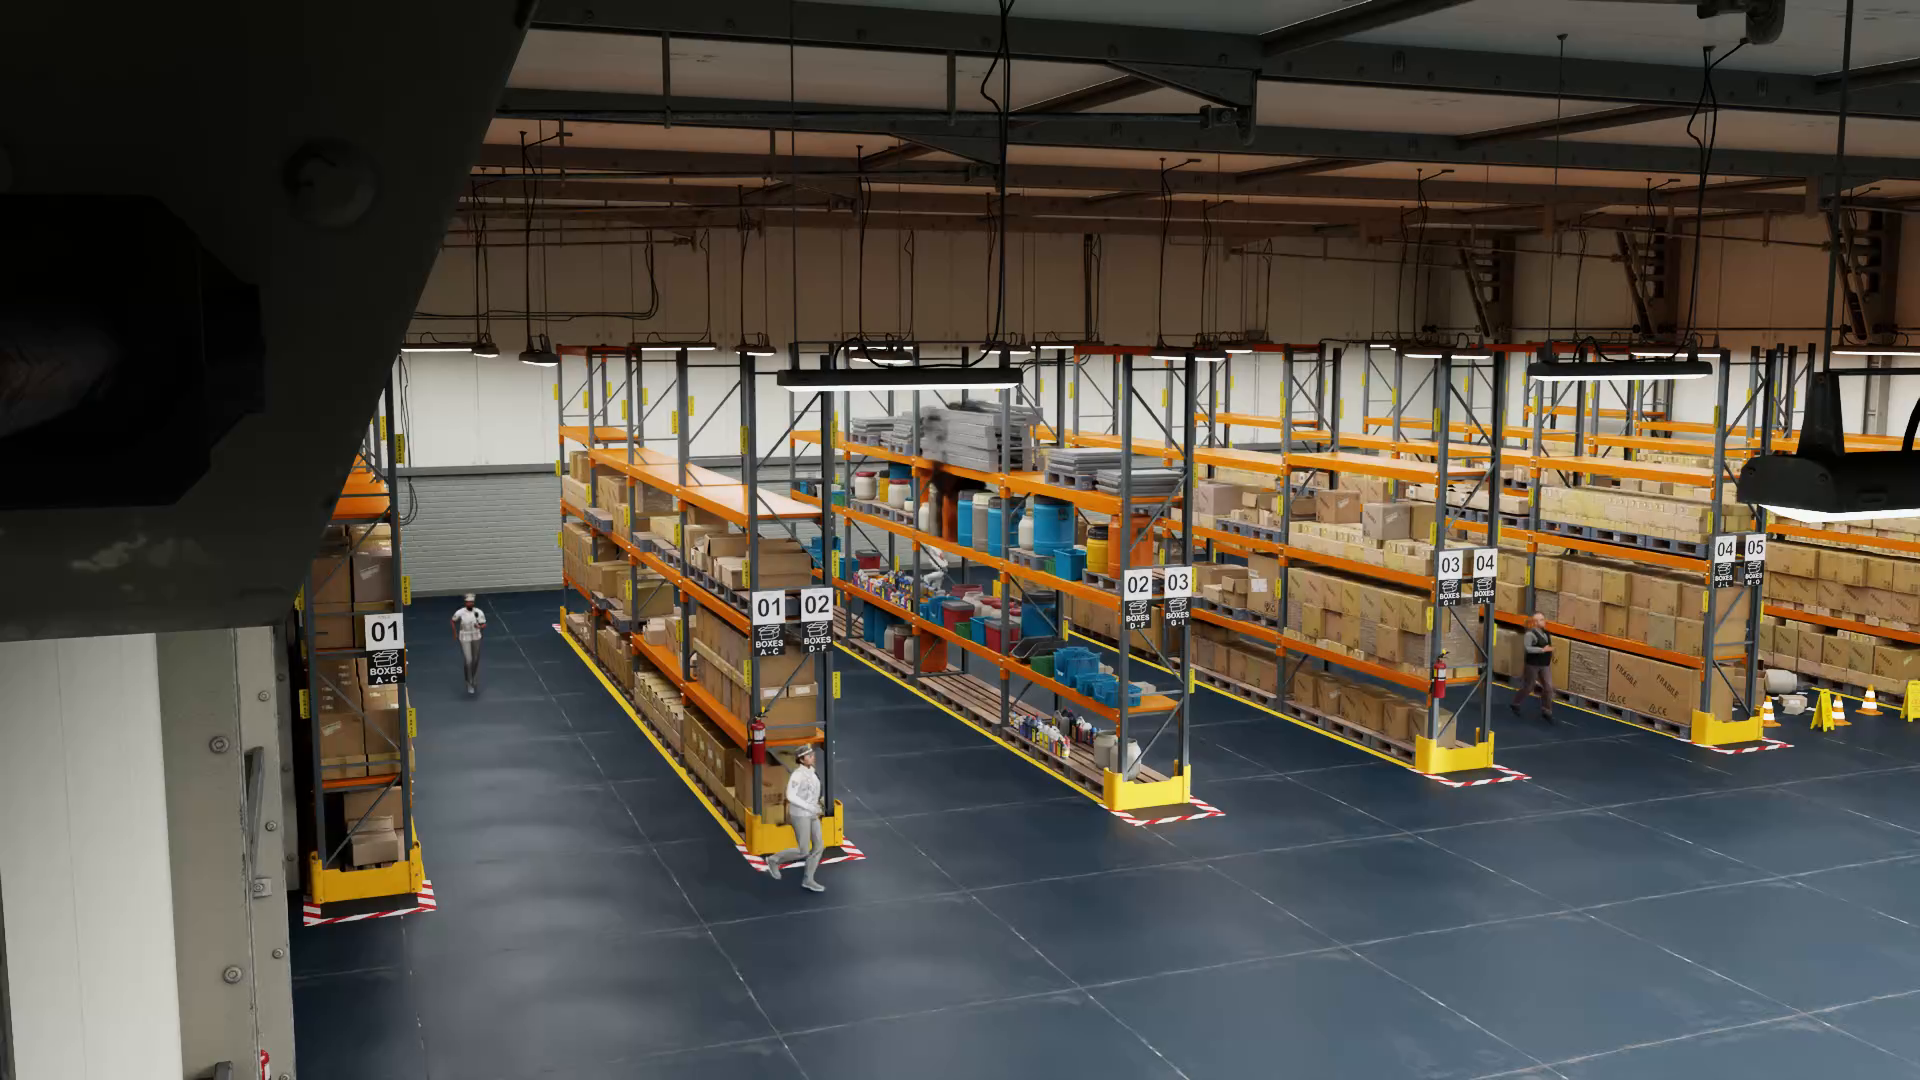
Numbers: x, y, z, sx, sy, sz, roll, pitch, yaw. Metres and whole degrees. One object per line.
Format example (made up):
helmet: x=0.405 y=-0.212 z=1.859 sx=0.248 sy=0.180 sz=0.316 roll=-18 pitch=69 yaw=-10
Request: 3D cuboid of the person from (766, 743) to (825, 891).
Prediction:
person: x=-1.828 y=3.124 z=18.925 sx=0.691 sy=1.676 sz=0.635 roll=2 pitch=8 yaw=18

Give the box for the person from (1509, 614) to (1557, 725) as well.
person: x=9.283 y=2.061 z=26.865 sx=0.658 sy=1.777 sz=0.828 roll=-4 pitch=8 yaw=-29

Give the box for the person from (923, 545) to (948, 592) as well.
person: x=-0.548 y=0.421 z=39.839 sx=0.571 sy=1.732 sz=0.710 roll=-1 pitch=7 yaw=-8

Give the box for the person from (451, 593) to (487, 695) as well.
person: x=-8.591 y=1.794 z=29.159 sx=0.549 sy=1.755 sz=0.781 roll=-4 pitch=8 yaw=-30
